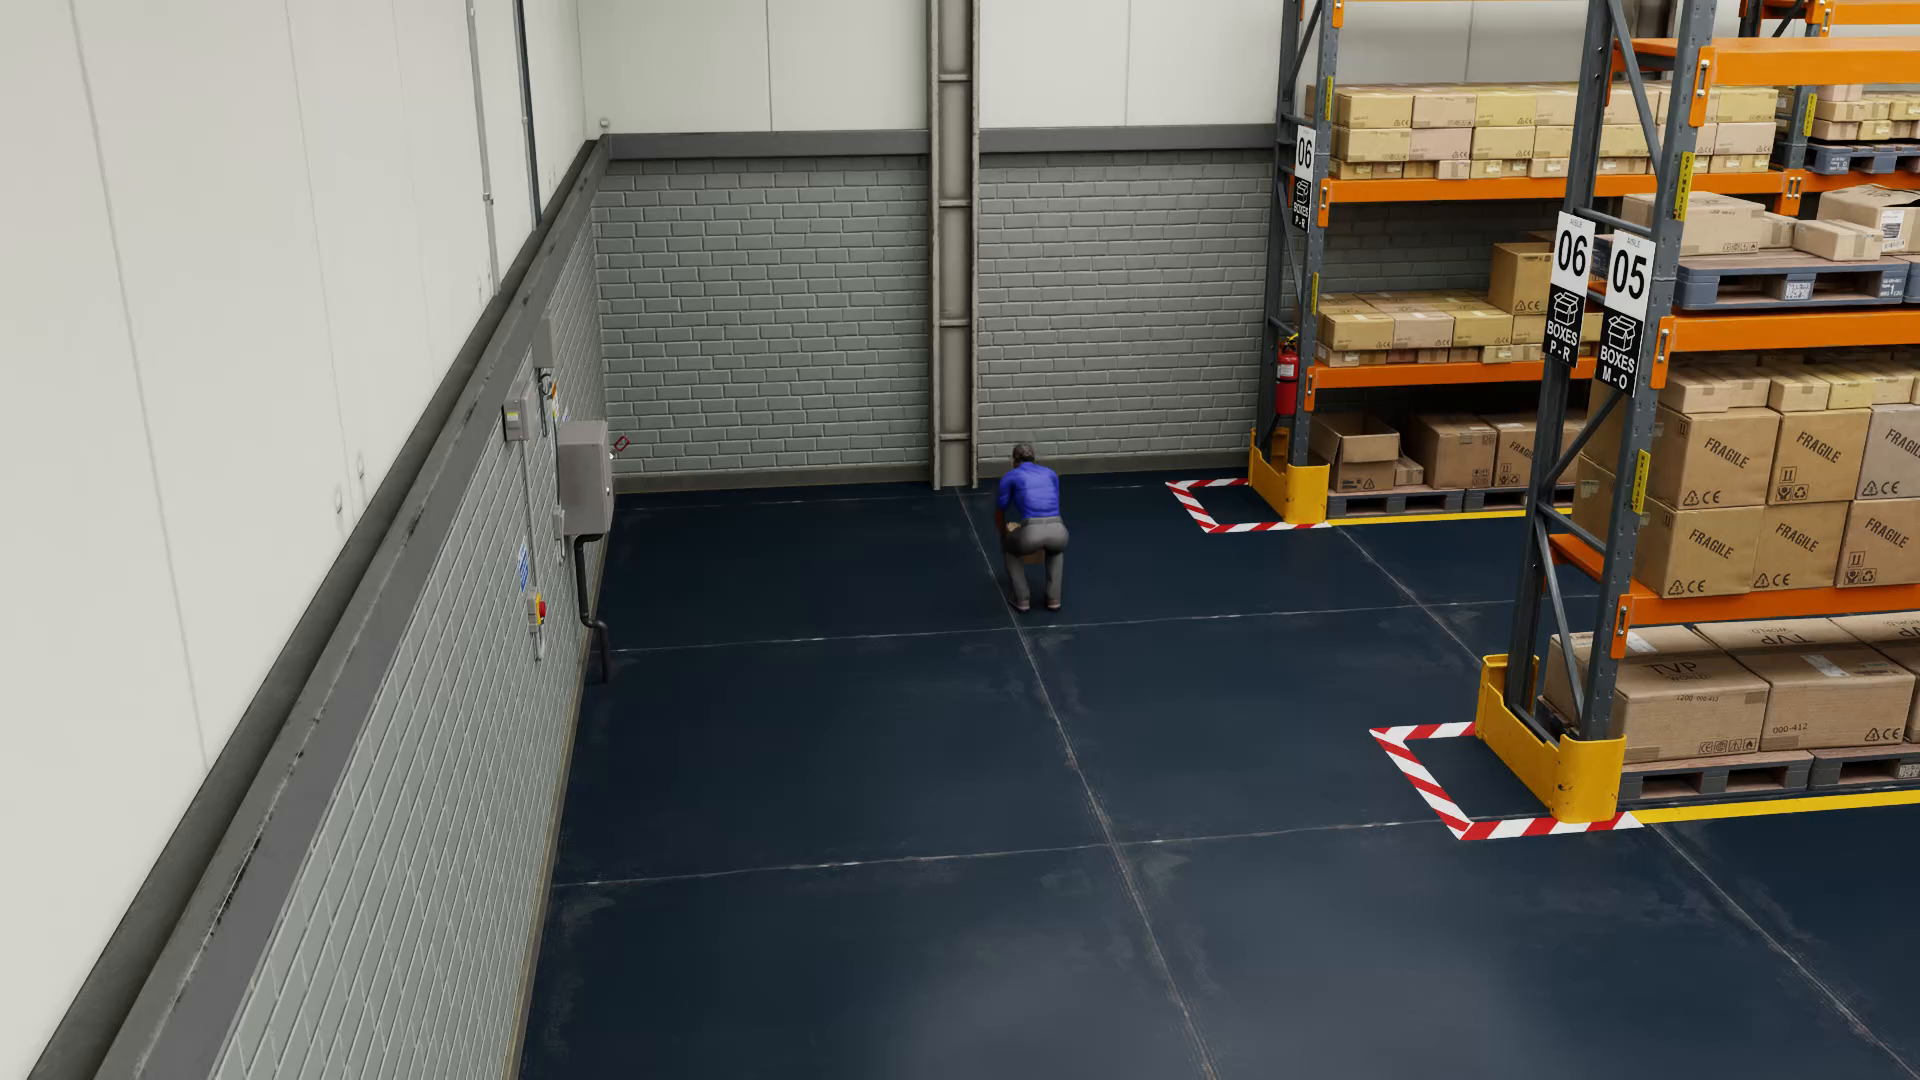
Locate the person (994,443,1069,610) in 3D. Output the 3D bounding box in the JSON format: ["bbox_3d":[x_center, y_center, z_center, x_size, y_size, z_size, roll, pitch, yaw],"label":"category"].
[{"bbox_3d":[0.515,-0.070,12.031,0.497,1.142,0.732,-3,20,-8],"label":"person"}]
